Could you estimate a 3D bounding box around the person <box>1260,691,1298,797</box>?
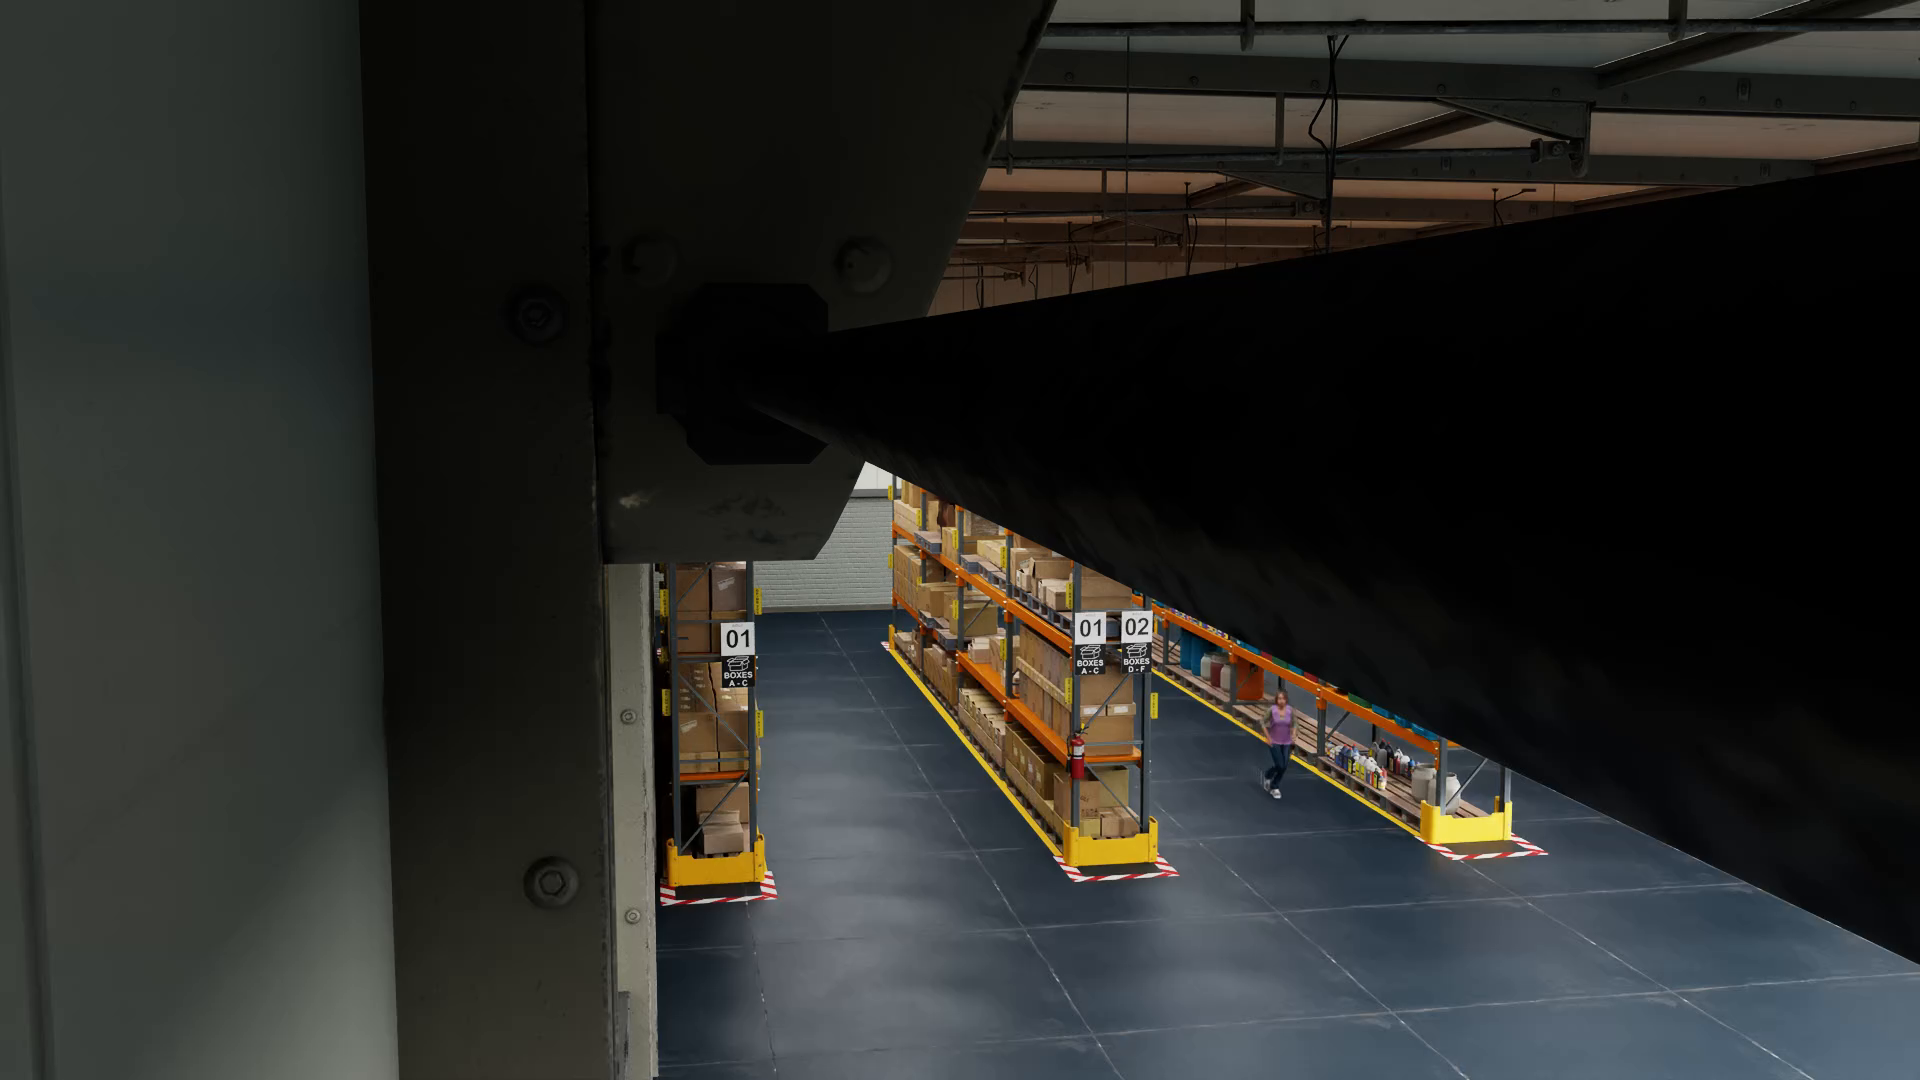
[{"bbox_3d":[4.643,2.961,24.066,0.523,1.567,0.549,-1,6,-8],"label":"person"}]
